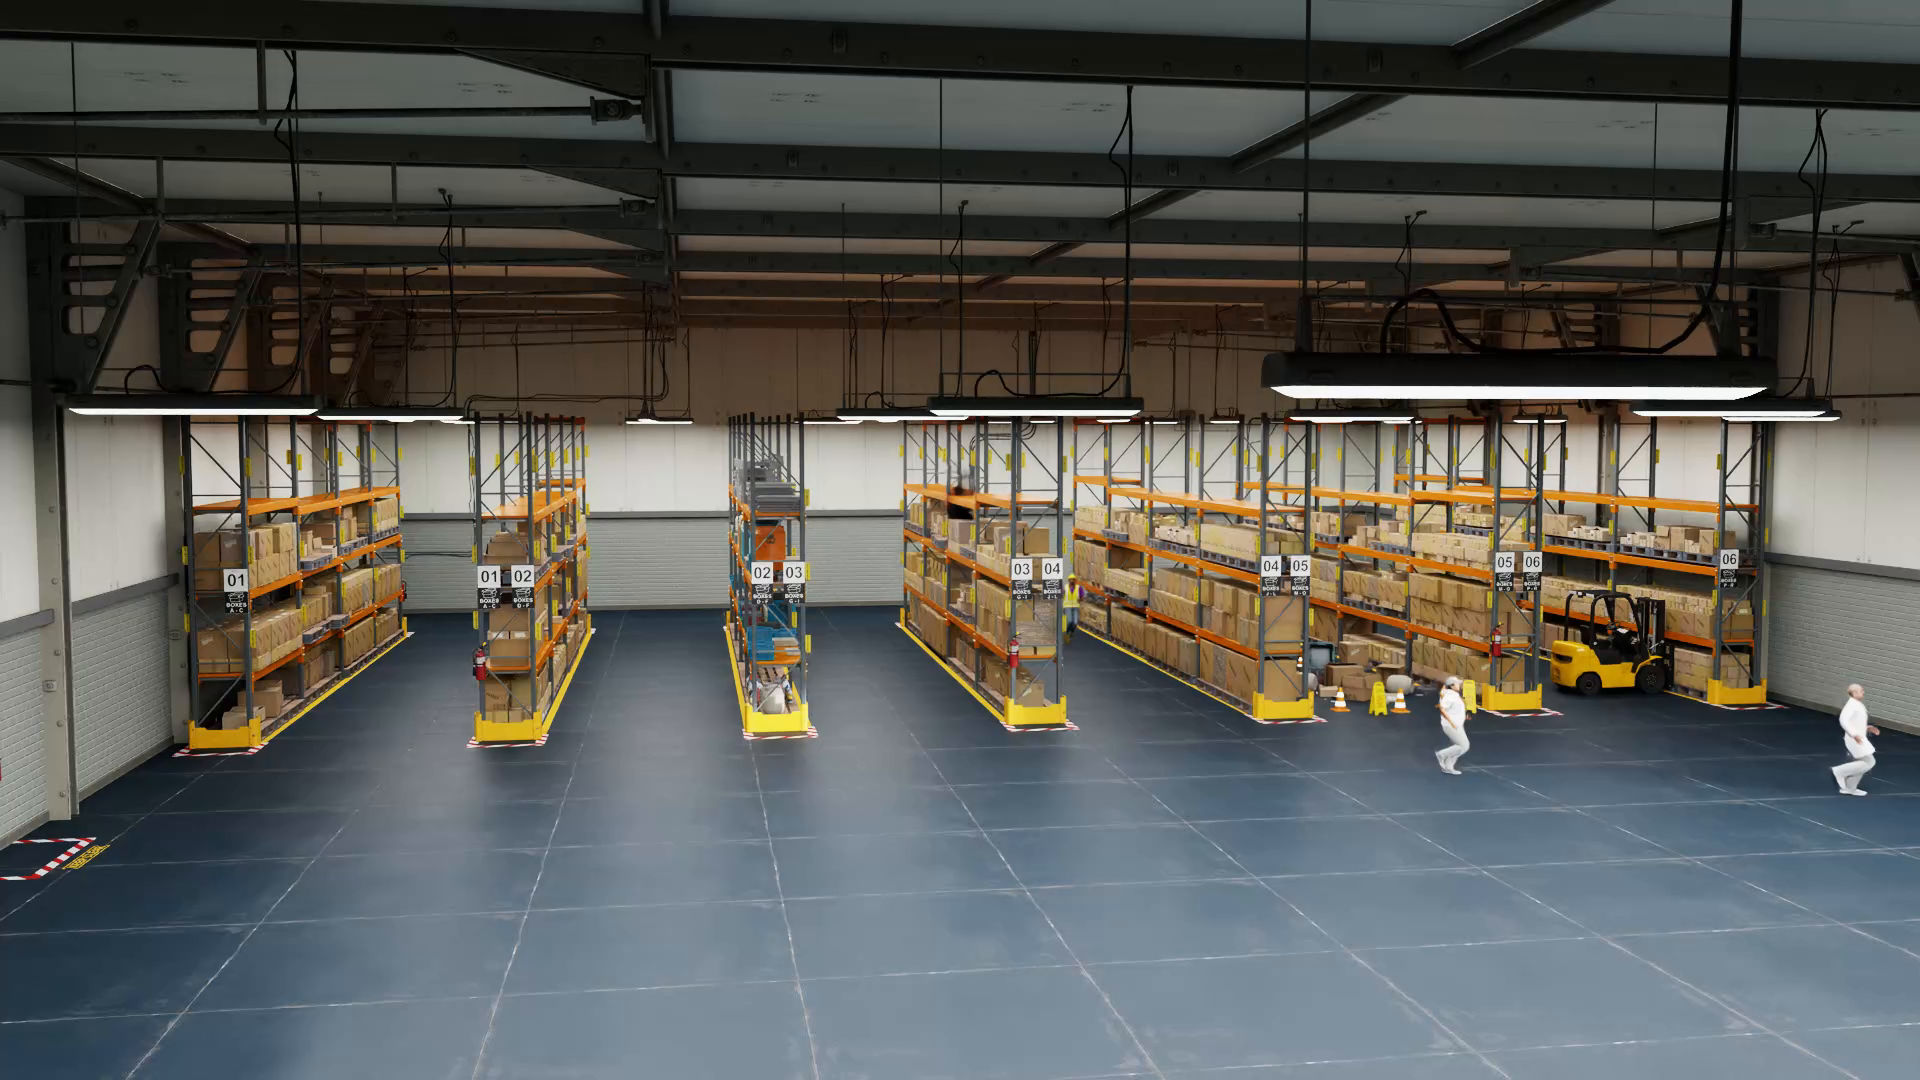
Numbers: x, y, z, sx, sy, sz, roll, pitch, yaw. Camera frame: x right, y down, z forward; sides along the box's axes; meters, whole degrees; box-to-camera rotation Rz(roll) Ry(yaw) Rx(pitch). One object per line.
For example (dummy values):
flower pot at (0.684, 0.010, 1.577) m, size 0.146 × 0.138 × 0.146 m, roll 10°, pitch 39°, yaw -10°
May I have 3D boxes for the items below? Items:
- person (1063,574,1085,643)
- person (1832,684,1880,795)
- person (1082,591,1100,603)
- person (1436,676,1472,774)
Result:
person at (2.884, 1.777, 42.945) m, size 0.685 × 1.798 × 0.663 m, roll -1°, pitch 4°, yaw -9°
person at (13.919, 3.104, 25.822) m, size 0.632 × 1.733 × 0.710 m, roll 2°, pitch 4°, yaw 30°
person at (3.941, 1.506, 49.934) m, size 0.863 × 1.644 × 0.662 m, roll 1°, pitch 4°, yaw 12°
person at (8.132, 3.056, 27.383) m, size 0.547 × 1.624 × 0.607 m, roll 1°, pitch 4°, yaw 20°
